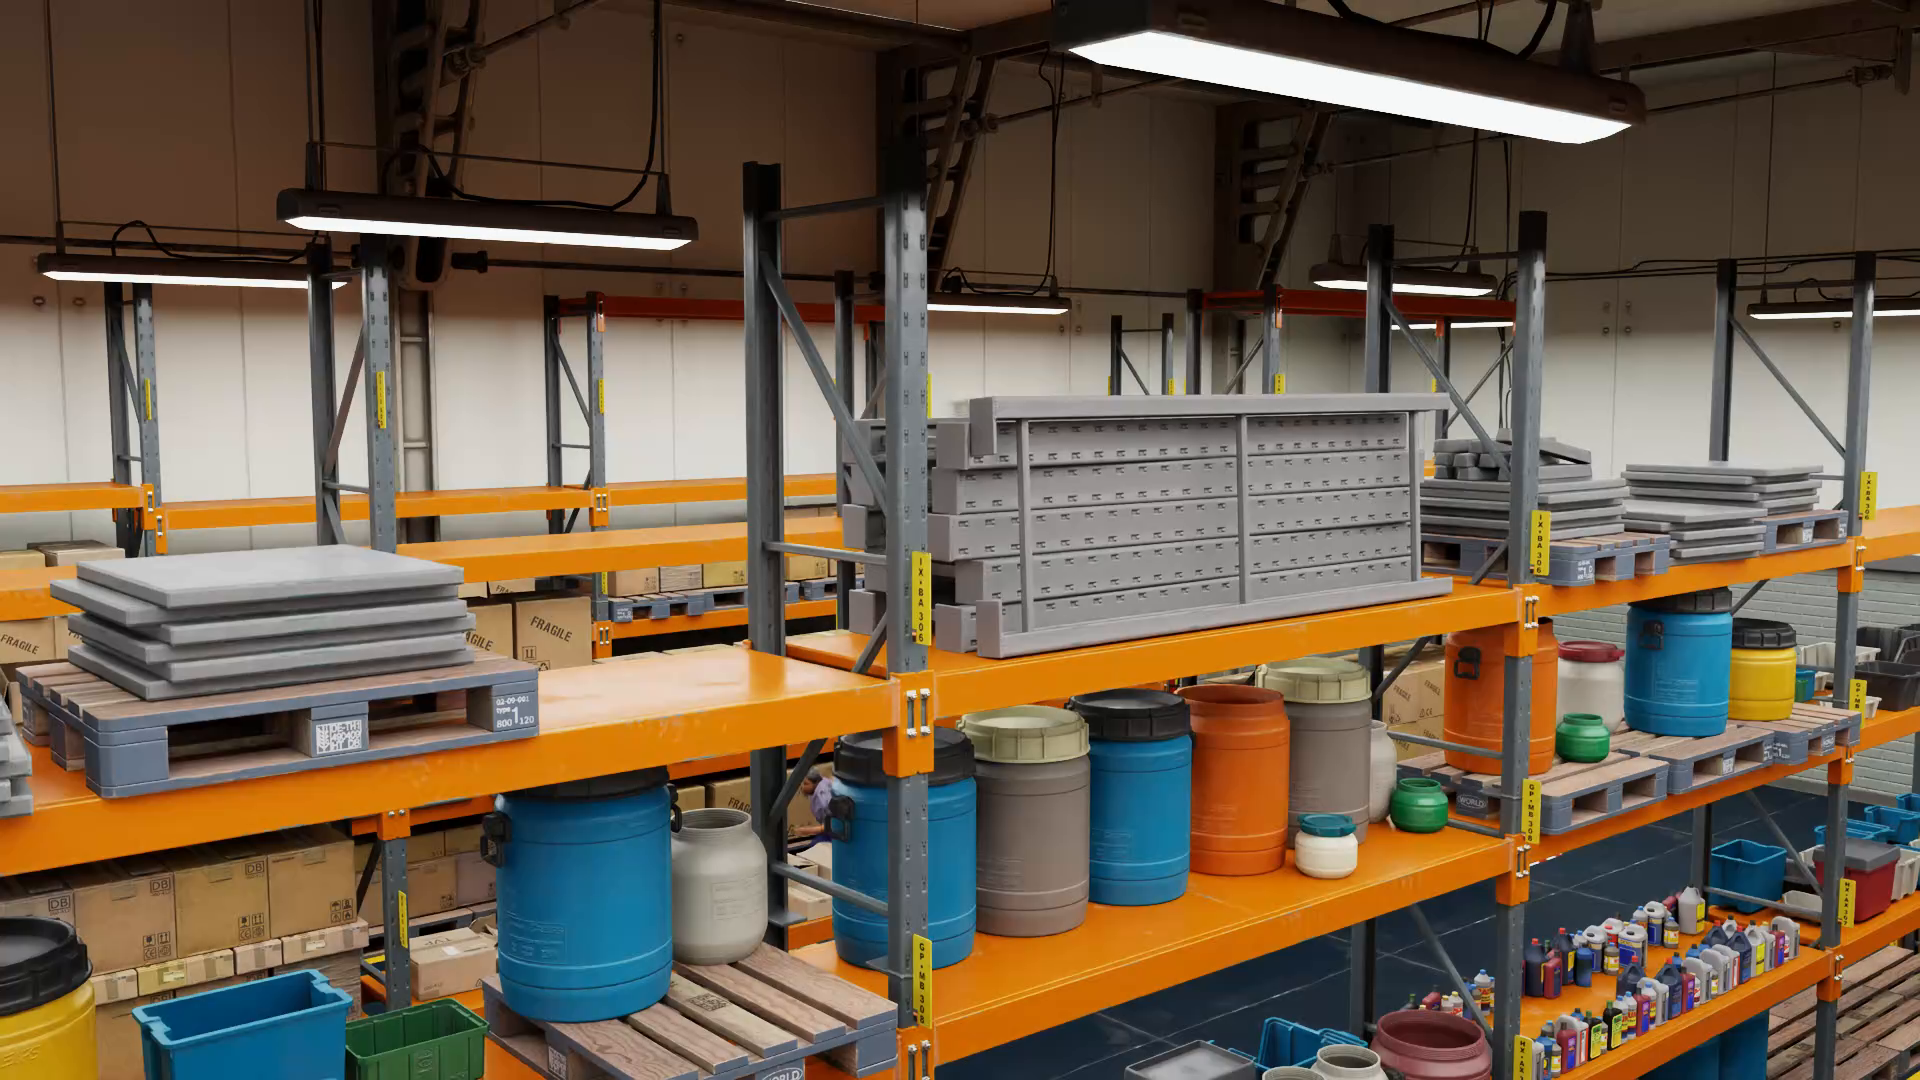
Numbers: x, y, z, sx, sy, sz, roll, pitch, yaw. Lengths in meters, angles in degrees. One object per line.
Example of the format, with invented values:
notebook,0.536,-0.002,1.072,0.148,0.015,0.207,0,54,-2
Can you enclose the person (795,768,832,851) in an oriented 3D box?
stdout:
person,-1.133,2.882,16.070,1.062,1.457,0.622,-3,6,-30
